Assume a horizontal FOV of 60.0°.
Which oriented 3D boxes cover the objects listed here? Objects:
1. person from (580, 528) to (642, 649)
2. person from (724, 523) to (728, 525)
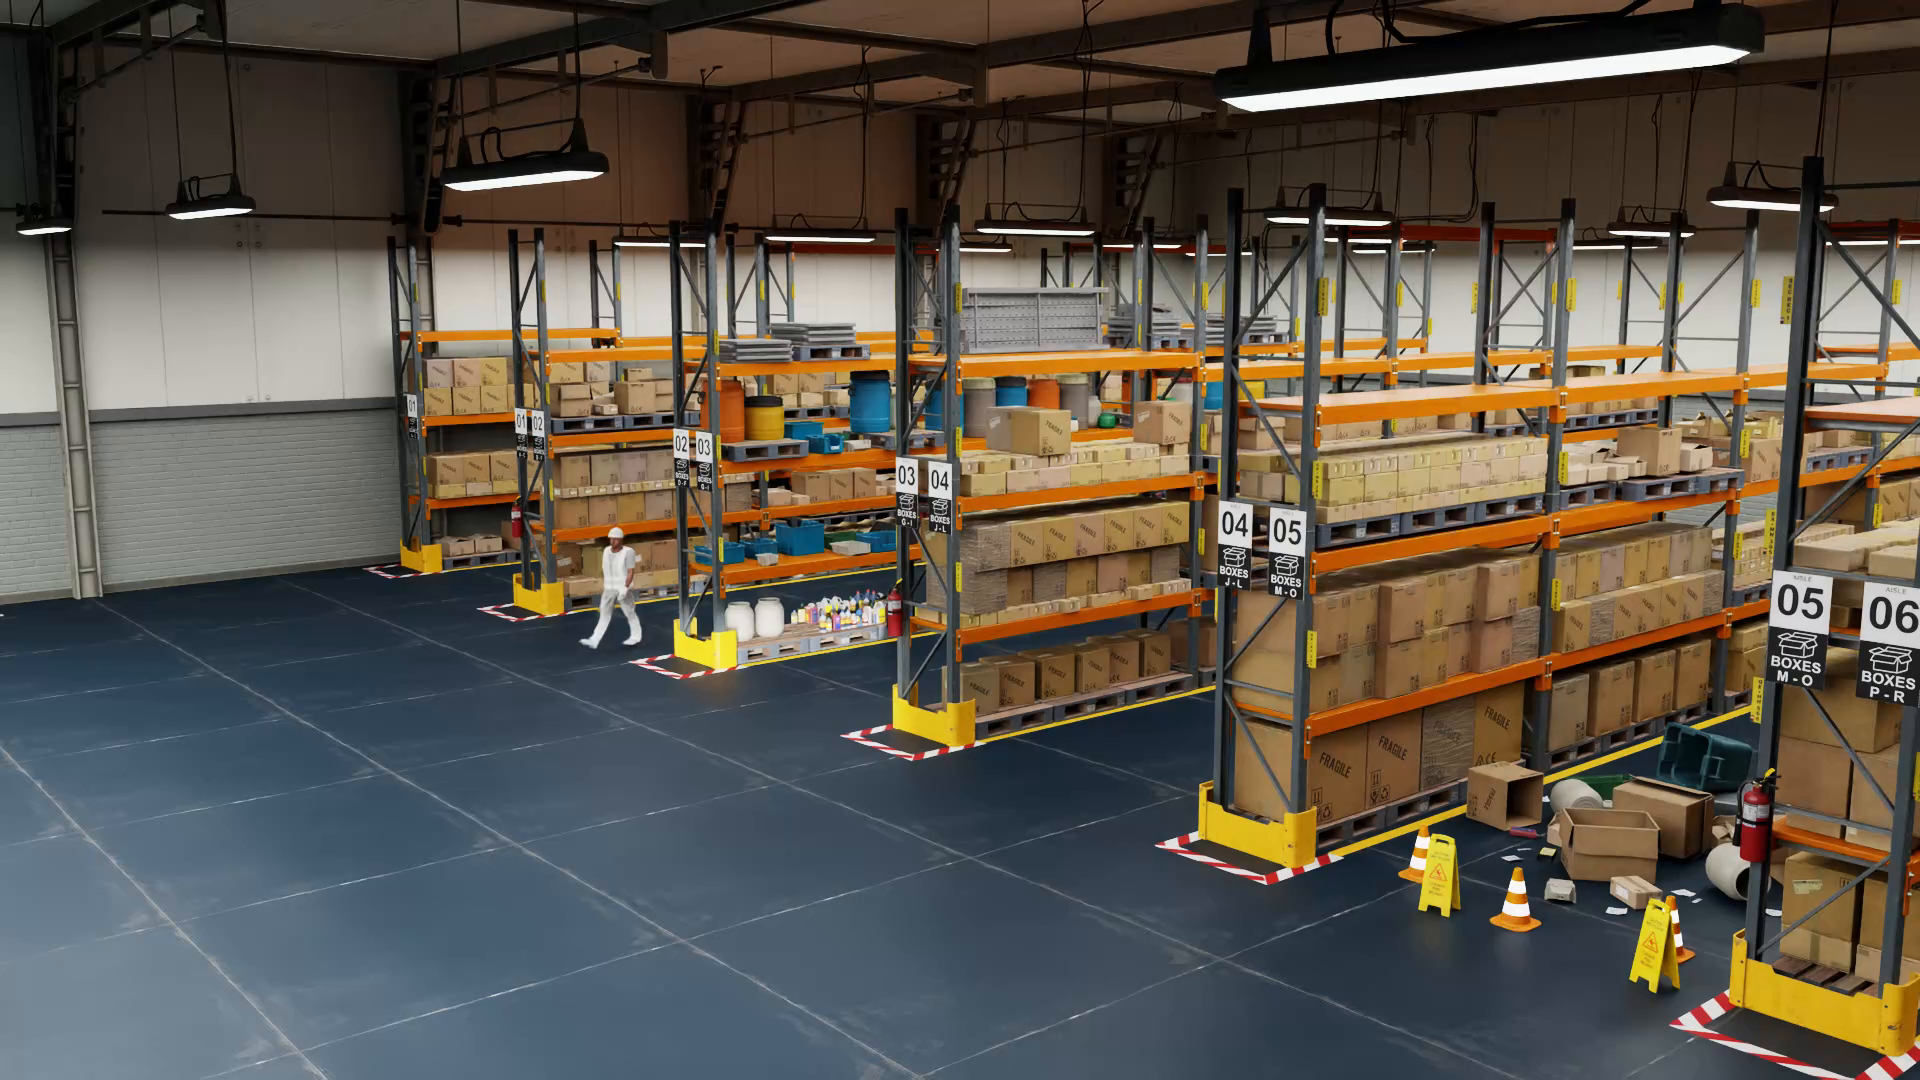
[{"bbox_3d":[-4.886,0.691,23.460,0.578,1.720,1.056,3,9,19],"label":"person"},{"bbox_3d":[-4.508,-0.323,30.515,0.471,1.669,0.745,6,11,36],"label":"person"}]
